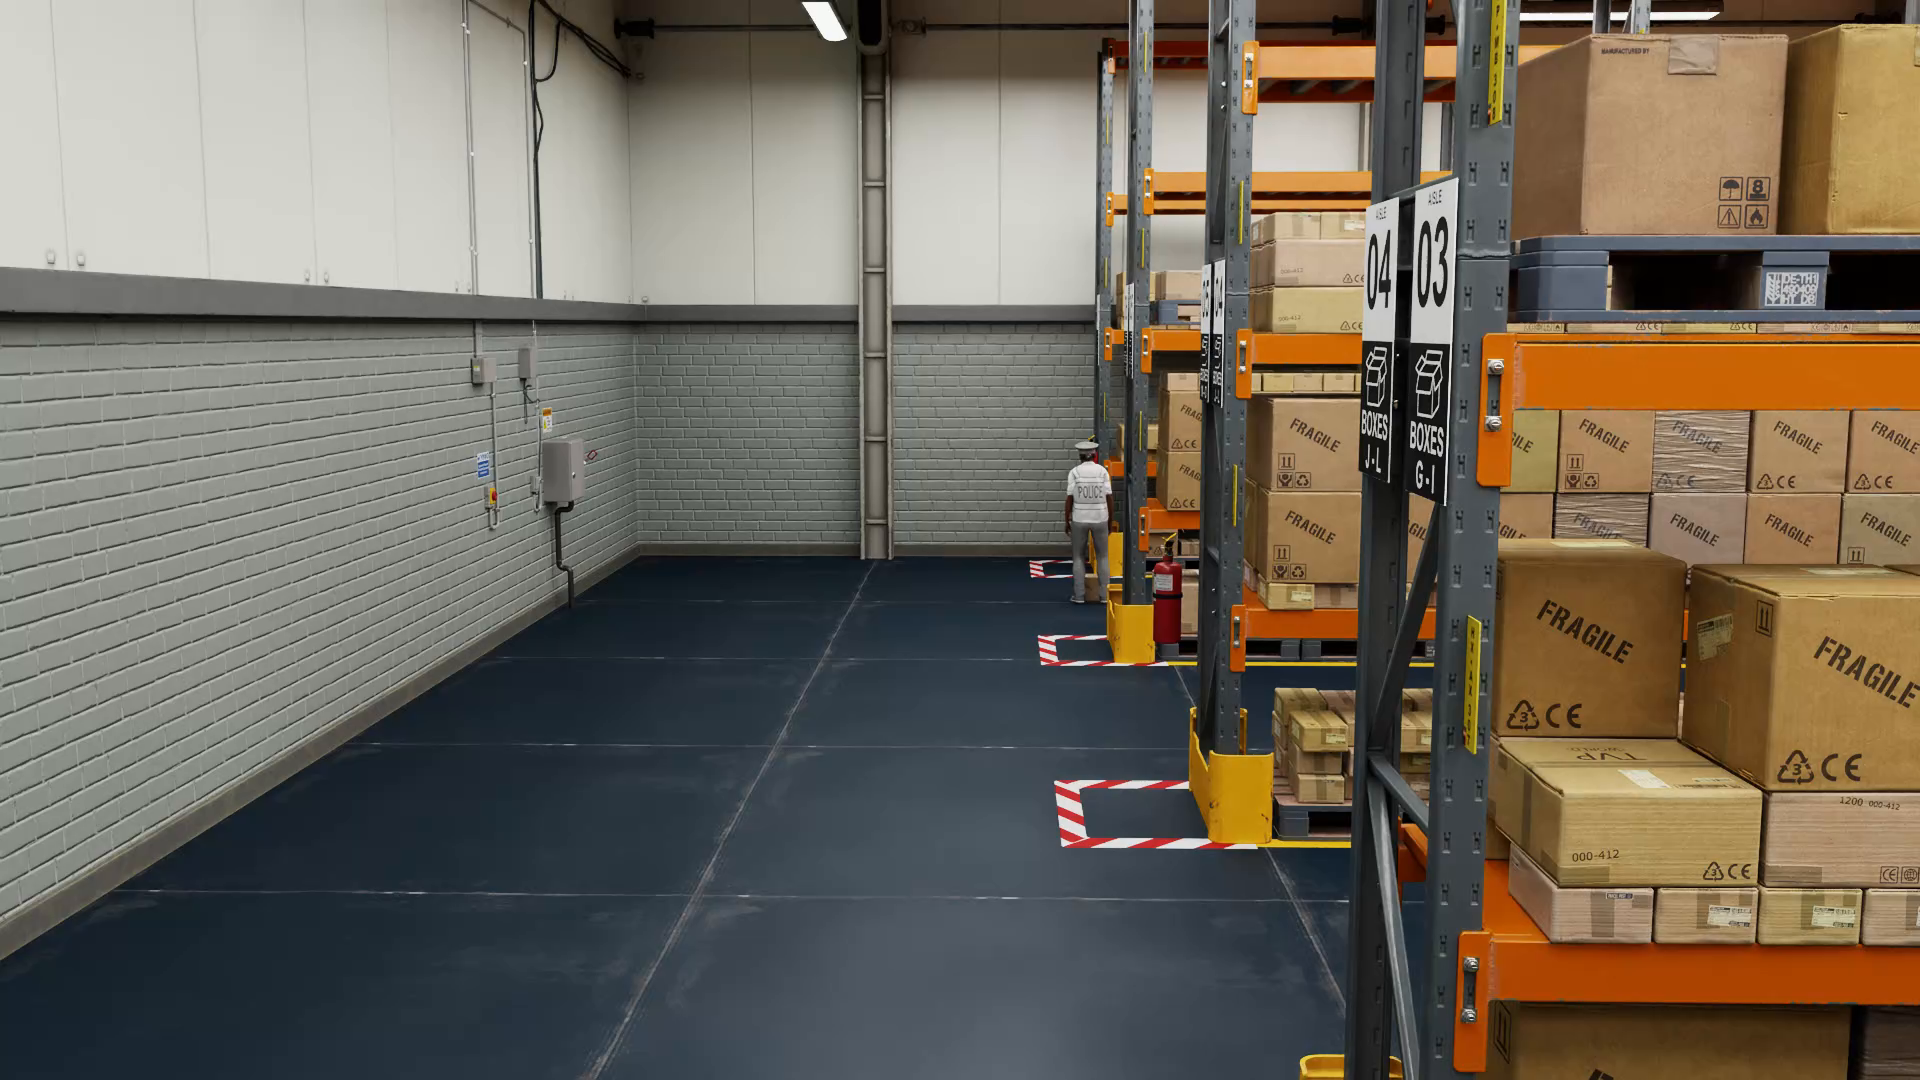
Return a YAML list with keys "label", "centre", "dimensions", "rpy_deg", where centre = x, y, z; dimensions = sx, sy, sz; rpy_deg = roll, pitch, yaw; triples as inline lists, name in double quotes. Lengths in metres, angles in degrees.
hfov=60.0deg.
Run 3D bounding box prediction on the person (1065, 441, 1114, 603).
- label: "person"
  centre: [1.339, -0.174, 17.123]
  dimensions: [0.524, 1.660, 0.396]
  rpy_deg: [0, 7, -1]
